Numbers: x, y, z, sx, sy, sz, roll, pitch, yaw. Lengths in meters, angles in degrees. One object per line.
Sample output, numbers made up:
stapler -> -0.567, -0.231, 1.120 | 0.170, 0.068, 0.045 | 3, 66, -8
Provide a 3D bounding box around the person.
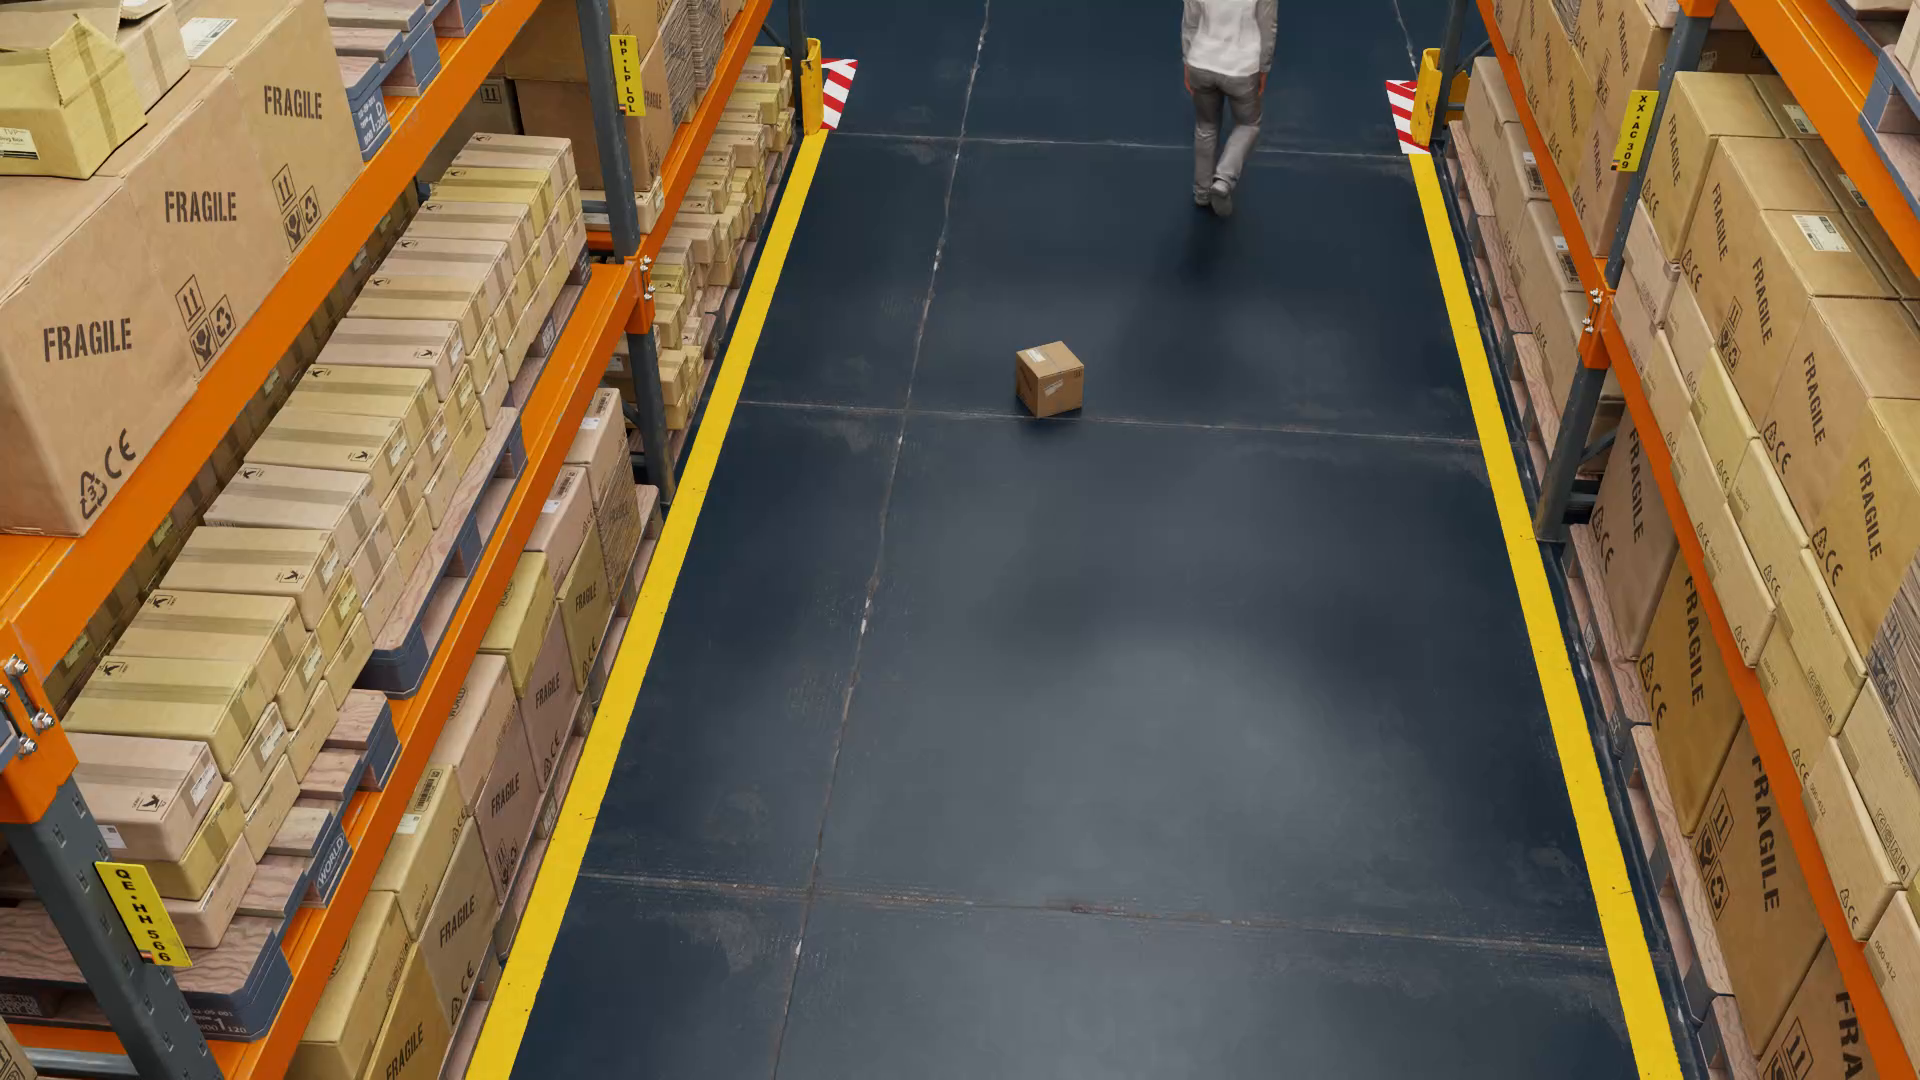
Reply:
person -> 1.480, -2.642, 9.279 | 0.528, 1.756, 0.606 | 14, 42, 17
